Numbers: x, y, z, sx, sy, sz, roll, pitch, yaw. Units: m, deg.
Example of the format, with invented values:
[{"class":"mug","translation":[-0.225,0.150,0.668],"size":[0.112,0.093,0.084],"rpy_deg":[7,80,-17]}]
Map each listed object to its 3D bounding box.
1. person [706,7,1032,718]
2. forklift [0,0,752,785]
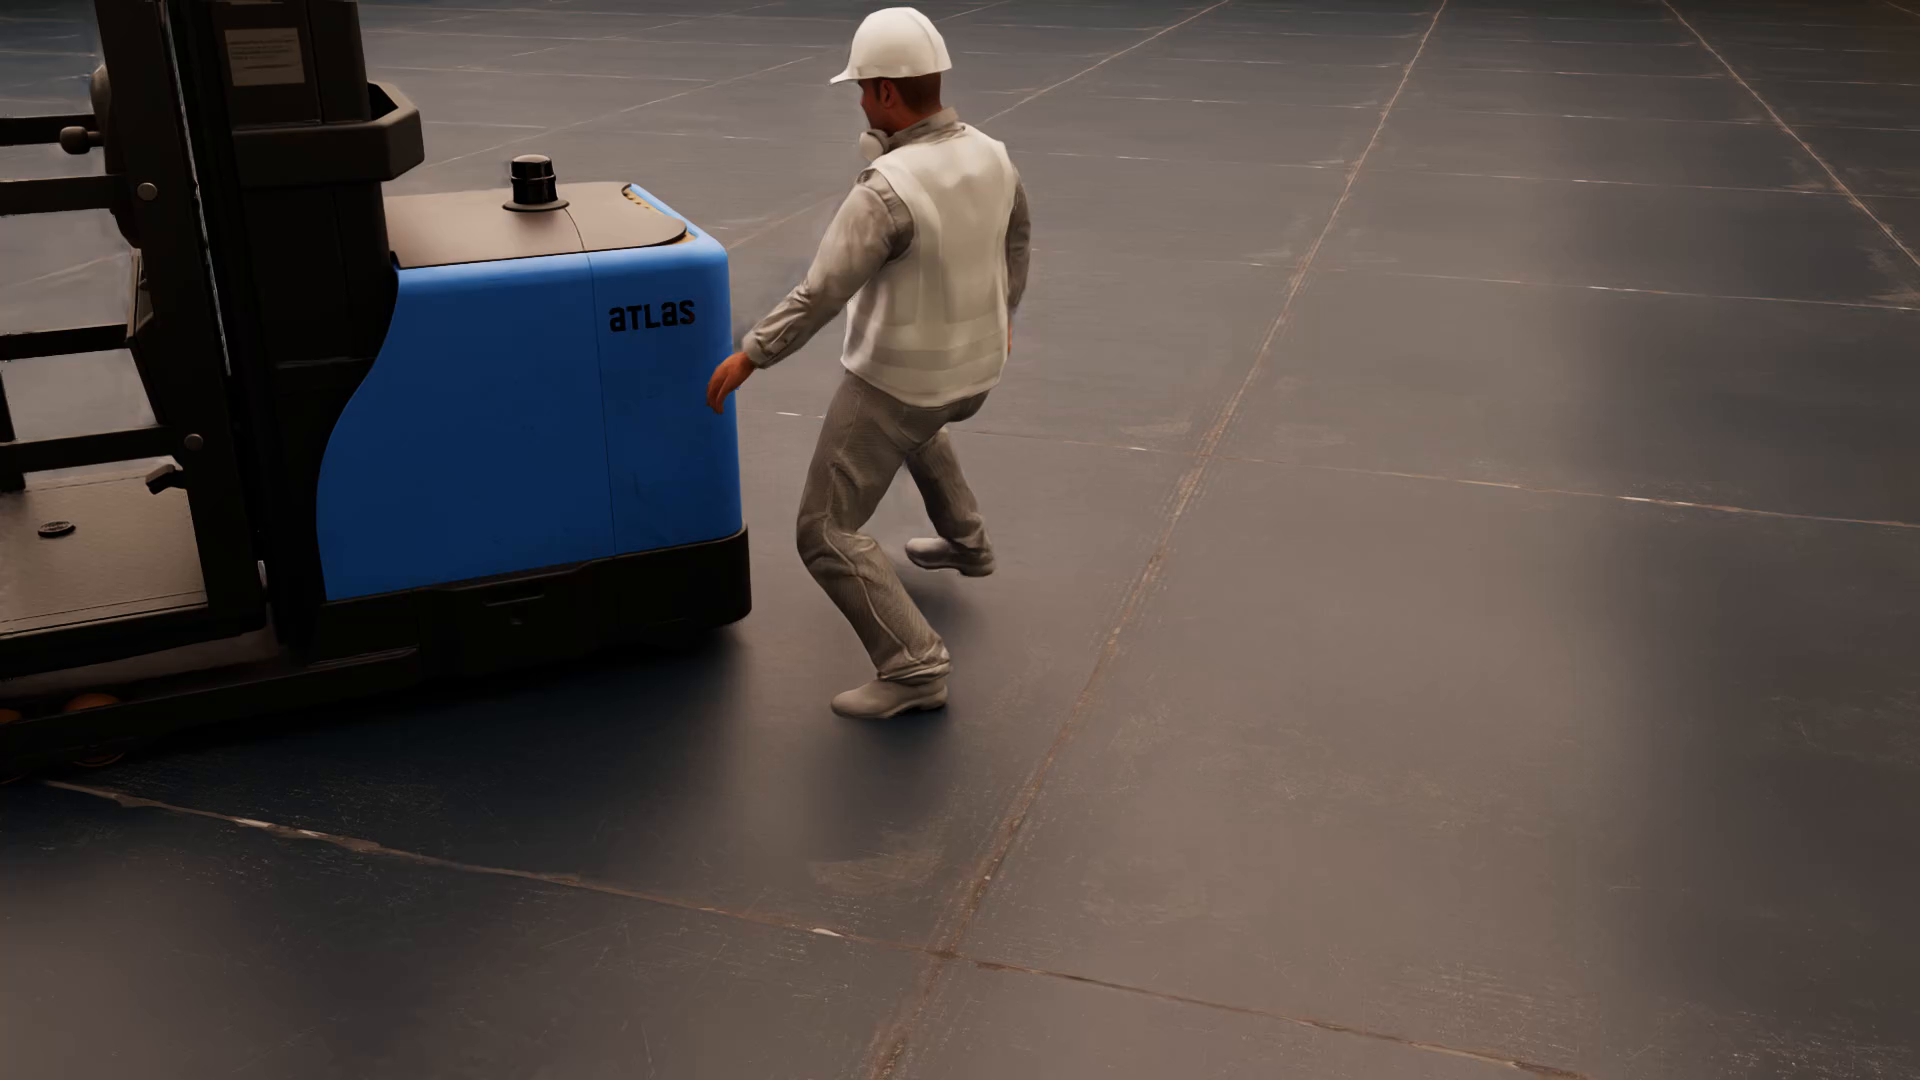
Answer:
[{"class":"person","translation":[-0.156,-0.470,4.156],"size":[0.673,1.651,0.937],"rpy_deg":[19,29,38]},{"class":"forklift","translation":[-2.124,-1.029,3.772],"size":[3.031,2.935,1.130],"rpy_deg":[-10,24,-22]}]
